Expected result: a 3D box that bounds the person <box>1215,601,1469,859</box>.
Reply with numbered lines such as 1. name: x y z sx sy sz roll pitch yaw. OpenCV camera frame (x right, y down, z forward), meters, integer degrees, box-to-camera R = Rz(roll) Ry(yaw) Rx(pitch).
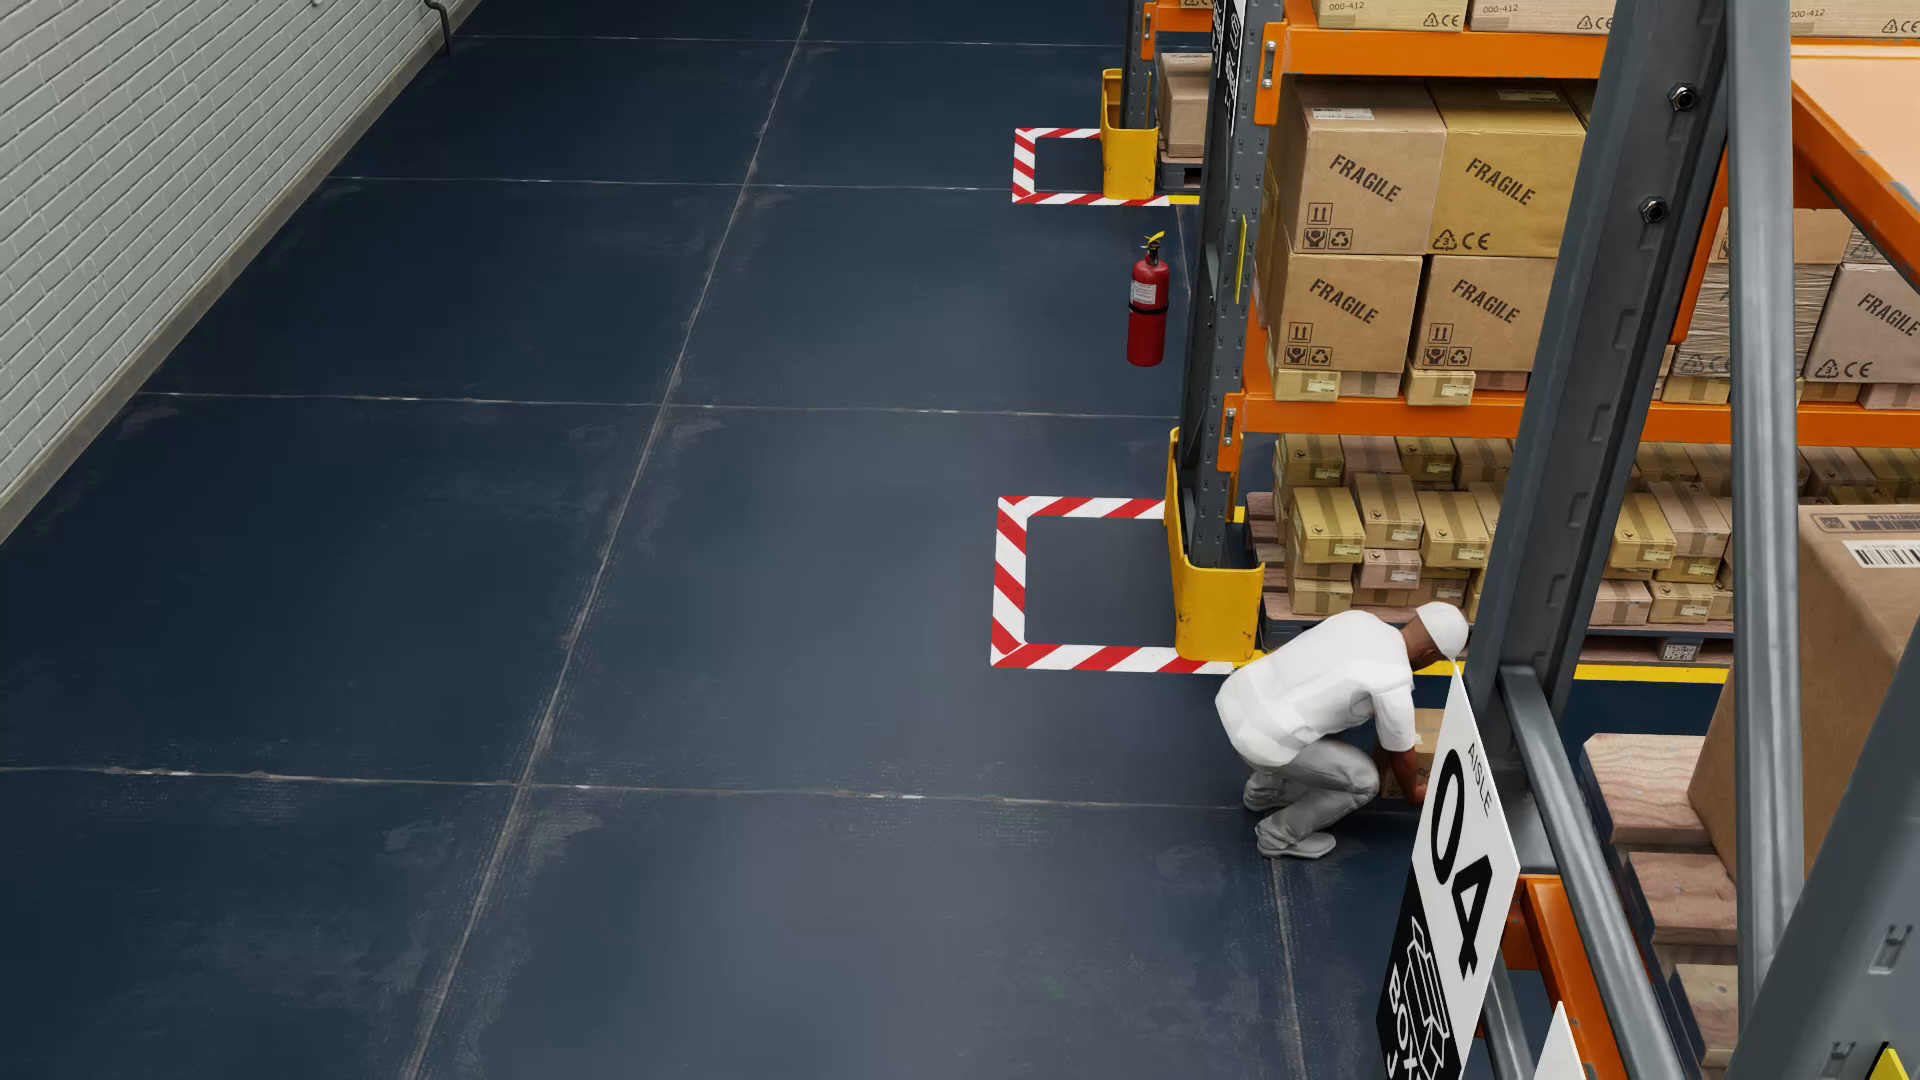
1. person: 1.428 0.690 6.314 0.924 1.011 0.532 -5 36 -7
